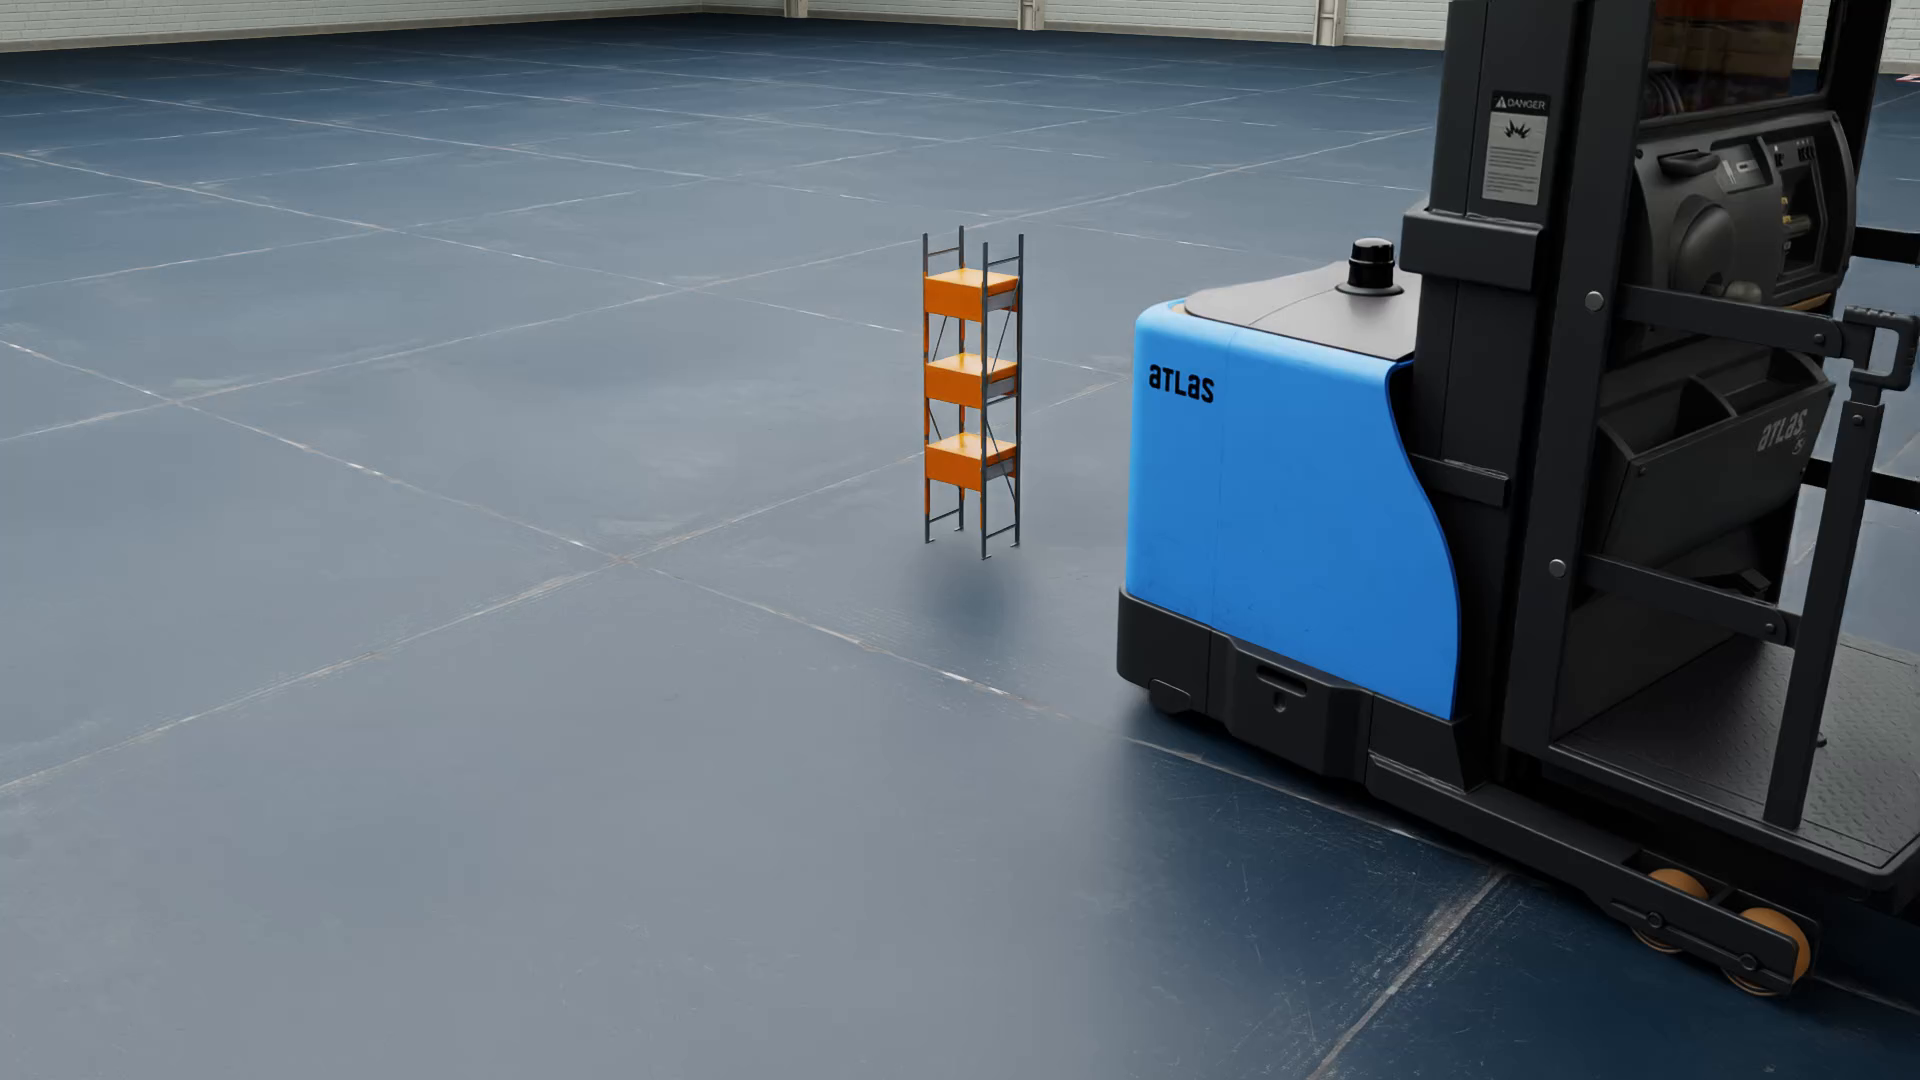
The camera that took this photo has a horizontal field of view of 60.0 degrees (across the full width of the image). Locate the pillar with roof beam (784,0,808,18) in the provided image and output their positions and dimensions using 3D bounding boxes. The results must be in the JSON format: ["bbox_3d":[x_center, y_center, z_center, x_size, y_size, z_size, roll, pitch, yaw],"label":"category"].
[{"bbox_3d":[-6.067,-13.716,29.288,0.400,9.000,9.100,16,26,36],"label":"pillar with roof beam"}]

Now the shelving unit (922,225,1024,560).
[{"bbox_3d":[0.041,-0.479,5.451,0.252,1.050,0.215,16,26,36],"label":"shelving unit"}]

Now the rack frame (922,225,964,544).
[{"bbox_3d":[-0.053,-0.507,5.523,0.008,1.050,0.200,16,26,36],"label":"rack frame"}]

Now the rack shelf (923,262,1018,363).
[{"bbox_3d":[0.041,-0.735,5.355,0.240,0.259,0.215,16,26,36],"label":"rack shelf"}]

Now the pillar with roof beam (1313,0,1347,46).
[{"bbox_3d":[3.230,-11.039,22.188,0.400,9.000,9.100,16,26,36],"label":"pillar with roof beam"}]

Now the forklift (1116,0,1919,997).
[{"bbox_3d":[1.776,-0.675,3.304,1.130,2.935,3.031,-17,27,-38],"label":"forklift"}]

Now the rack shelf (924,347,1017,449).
[{"bbox_3d":[0.041,-0.469,5.455,0.240,0.259,0.215,16,26,36],"label":"rack shelf"}]

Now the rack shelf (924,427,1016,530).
[{"bbox_3d":[0.041,-0.209,5.553,0.240,0.259,0.215,16,26,36],"label":"rack shelf"}]

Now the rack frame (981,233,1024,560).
[{"bbox_3d":[0.136,-0.452,5.379,0.008,1.050,0.200,16,26,36],"label":"rack frame"}]

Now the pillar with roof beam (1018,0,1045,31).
[{"bbox_3d":[-1.419,-12.378,25.738,0.400,9.000,9.100,16,26,36],"label":"pillar with roof beam"}]
